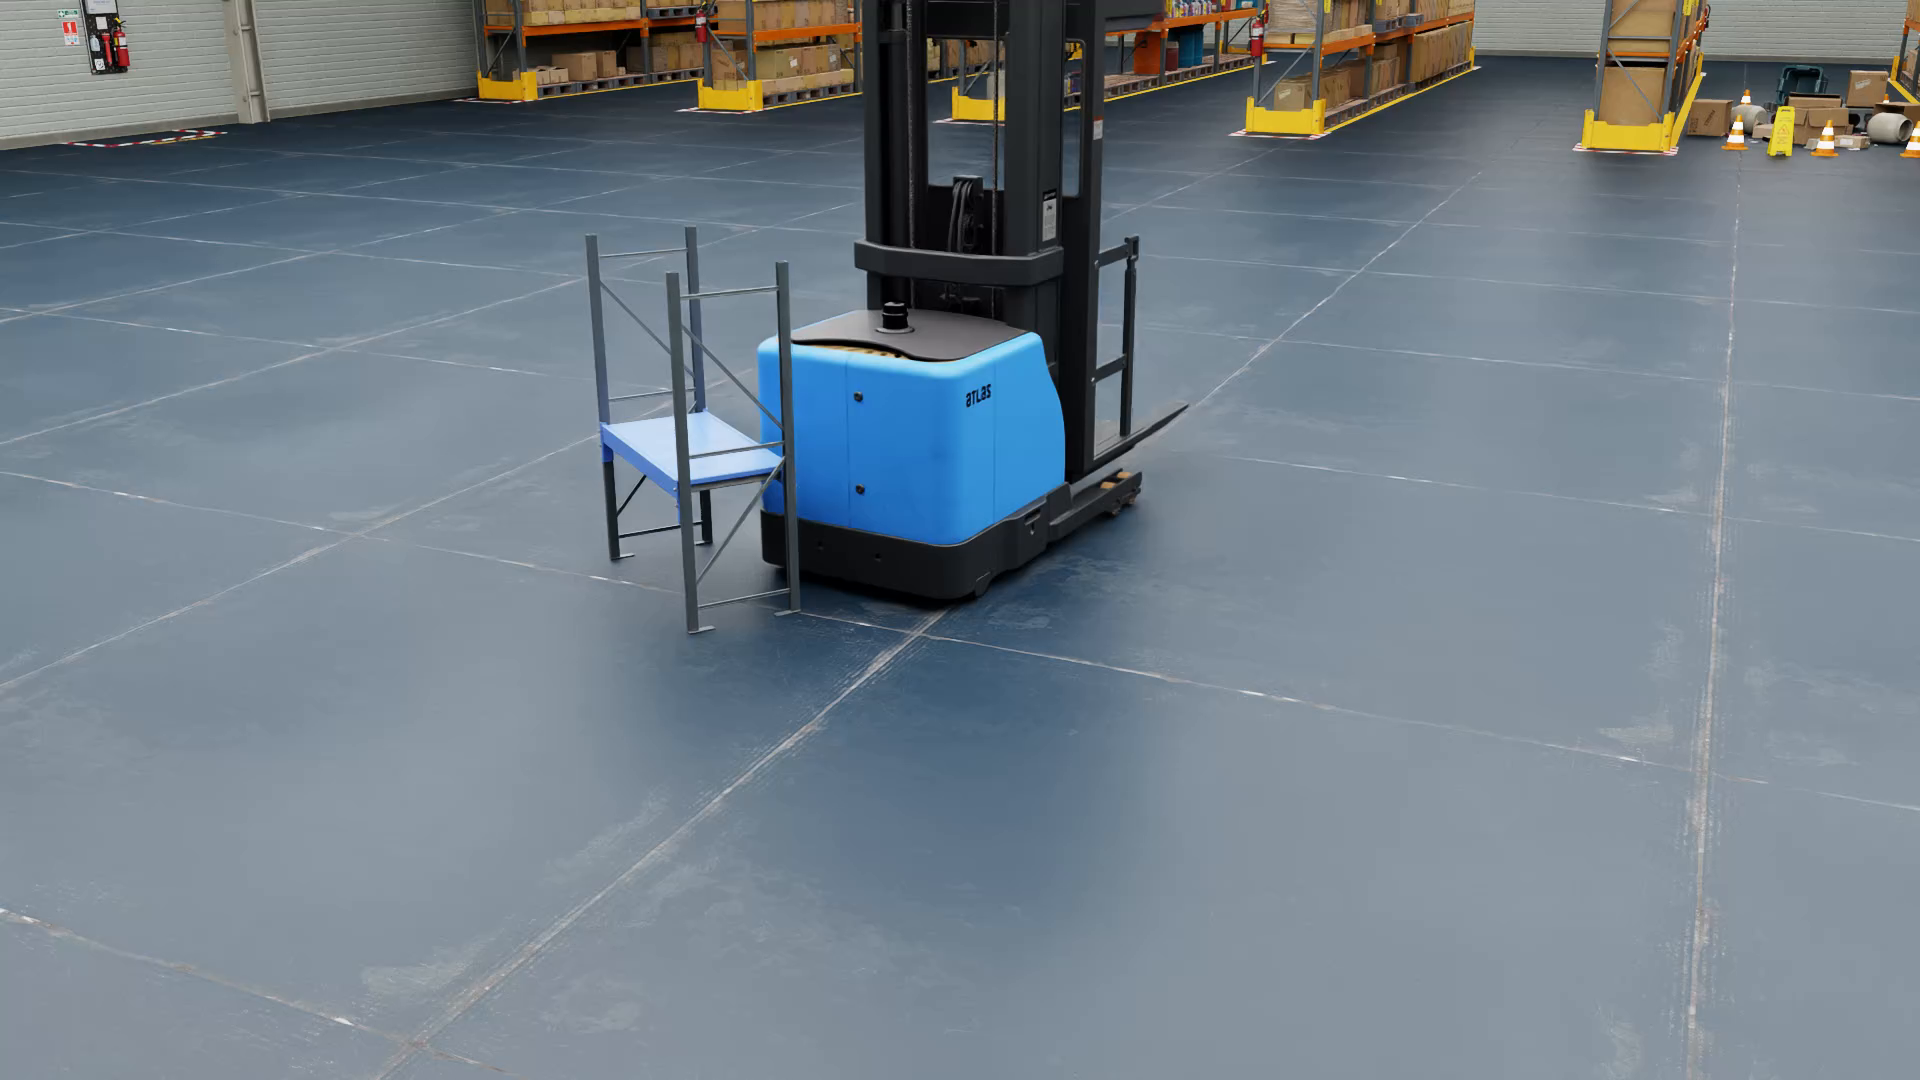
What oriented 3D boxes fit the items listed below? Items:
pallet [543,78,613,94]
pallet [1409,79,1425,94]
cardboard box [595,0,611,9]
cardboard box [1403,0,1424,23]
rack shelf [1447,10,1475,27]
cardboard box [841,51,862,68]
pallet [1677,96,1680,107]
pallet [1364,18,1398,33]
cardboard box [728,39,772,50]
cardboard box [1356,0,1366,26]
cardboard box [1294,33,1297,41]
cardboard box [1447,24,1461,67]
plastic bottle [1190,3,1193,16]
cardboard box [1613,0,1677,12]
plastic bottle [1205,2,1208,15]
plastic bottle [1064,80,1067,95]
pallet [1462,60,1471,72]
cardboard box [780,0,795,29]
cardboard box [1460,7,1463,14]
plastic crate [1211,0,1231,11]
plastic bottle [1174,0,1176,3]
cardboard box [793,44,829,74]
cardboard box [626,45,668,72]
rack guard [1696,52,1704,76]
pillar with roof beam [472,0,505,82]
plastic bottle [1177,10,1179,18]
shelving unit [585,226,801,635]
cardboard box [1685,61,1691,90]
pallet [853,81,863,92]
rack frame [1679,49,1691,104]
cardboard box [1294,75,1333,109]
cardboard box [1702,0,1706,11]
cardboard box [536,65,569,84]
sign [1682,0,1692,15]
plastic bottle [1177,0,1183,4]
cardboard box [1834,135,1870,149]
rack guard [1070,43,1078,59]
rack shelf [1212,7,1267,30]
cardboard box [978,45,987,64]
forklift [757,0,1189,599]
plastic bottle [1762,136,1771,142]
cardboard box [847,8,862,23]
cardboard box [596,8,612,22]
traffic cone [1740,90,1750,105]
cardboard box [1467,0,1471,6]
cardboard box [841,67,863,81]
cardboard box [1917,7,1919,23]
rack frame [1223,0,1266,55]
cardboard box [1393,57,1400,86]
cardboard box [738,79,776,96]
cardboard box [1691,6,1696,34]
[{"bbox_3d":[-7.676,-9.069,33.154,1.003,0.211,1.213,9,21,23],"label":"pallet"},{"bbox_3d":[8.652,-9.068,33.150,1.003,0.211,1.213,9,21,23],"label":"pallet"},{"bbox_3d":[-7.261,-10.766,32.840,0.500,0.500,0.500,8,21,21],"label":"cardboard box"},{"bbox_3d":[8.708,-10.309,32.331,0.500,0.500,0.500,9,22,24],"label":"cardboard box"},{"bbox_3d":[10.717,-11.646,37.313,1.077,0.370,4.000,9,21,23],"label":"rack shelf"},{"bbox_3d":[-2.017,-9.547,32.977,0.500,0.311,0.500,9,21,23],"label":"cardboard box"},{"bbox_3d":[12.352,-7.895,29.853,1.003,0.211,1.213,9,21,23],"label":"pallet"},{"bbox_3d":[7.068,-9.051,29.229,1.003,0.211,1.213,9,21,23],"label":"pallet"},{"bbox_3d":[-4.876,-11.581,38.639,0.750,0.750,0.750,8,21,22],"label":"cardboard box"},{"bbox_3d":[6.382,-8.986,28.167,0.875,0.500,0.500,9,21,23],"label":"cardboard box"},{"bbox_3d":[5.016,-7.779,25.739,0.380,0.149,0.250,9,21,23],"label":"cardboard box"},{"bbox_3d":[10.610,-11.036,37.069,0.875,0.875,0.875,9,21,23],"label":"cardboard box"},{"bbox_3d":[4.954,-11.378,35.661,0.061,0.283,0.133,9,21,23],"label":"plastic bottle"},{"bbox_3d":[9.655,-7.681,23.255,0.875,0.550,0.550,9,21,23],"label":"cardboard box"},{"bbox_3d":[5.364,-11.718,36.627,0.152,0.276,0.135,9,21,23],"label":"plastic bottle"},{"bbox_3d":[1.822,-8.089,29.644,0.152,0.276,0.135,9,21,24],"label":"plastic bottle"},{"bbox_3d":[11.280,-11.027,38.661,1.003,0.211,1.213,9,21,23],"label":"pallet"},{"bbox_3d":[-3.430,-9.566,30.241,0.700,0.500,0.500,9,21,23],"label":"cardboard box"},{"bbox_3d":[10.960,-11.777,36.981,0.380,0.149,0.250,8,21,21],"label":"cardboard box"},{"bbox_3d":[5.974,-12.350,38.034,0.402,0.464,0.583,9,21,23],"label":"plastic crate"},{"bbox_3d":[4.786,-11.904,37.138,0.061,0.283,0.133,9,21,23],"label":"plastic bottle"},{"bbox_3d":[-2.821,-9.068,31.347,0.500,0.500,0.500,9,21,23],"label":"cardboard box"},{"bbox_3d":[-6.648,-10.224,35.314,0.700,0.500,0.500,9,22,25],"label":"cardboard box"},{"bbox_3d":[15.989,-10.684,37.264,1.175,0.500,0.348,9,21,23],"label":"rack guard"},{"bbox_3d":[-5.148,-12.313,29.161,9.100,9.000,0.400,9,21,23],"label":"pillar with roof beam"},{"bbox_3d":[4.530,-11.039,34.828,0.097,0.201,0.097,0,20,0],"label":"plastic bottle"},{"bbox_3d":[-1.155,-0.509,7.162,0.538,1.500,1.048,-11,22,-27],"label":"shelving unit"},{"bbox_3d":[13.266,-8.641,30.892,0.500,0.500,0.500,8,21,20],"label":"cardboard box"},{"bbox_3d":[-2.148,-9.205,33.537,1.003,0.211,1.213,9,21,23],"label":"pallet"},{"bbox_3d":[12.744,-9.439,30.034,1.000,3.000,0.127,9,21,23],"label":"rack frame"},{"bbox_3d":[5.743,-7.290,27.095,0.500,0.500,0.500,11,22,28],"label":"cardboard box"},{"bbox_3d":[15.250,-11.267,34.581,0.500,0.500,0.500,8,21,22],"label":"cardboard box"},{"bbox_3d":[-7.974,-9.058,32.318,0.500,0.311,0.500,11,22,27],"label":"cardboard box"},{"bbox_3d":[9.972,-7.361,22.780,0.100,0.325,0.005,9,21,23],"label":"sign"},{"bbox_3d":[4.923,-11.954,37.180,0.144,0.351,0.185,9,21,23],"label":"plastic bottle"},{"bbox_3d":[12.719,-5.680,23.718,0.250,0.149,0.380,-14,24,-33],"label":"cardboard box"},{"bbox_3d":[2.469,-12.756,43.090,1.175,0.500,0.348,9,21,23],"label":"rack guard"},{"bbox_3d":[6.199,-12.325,39.224,1.077,0.370,4.000,9,21,23],"label":"rack shelf"},{"bbox_3d":[0.300,-11.114,37.818,0.500,0.500,0.500,8,21,21],"label":"cardboard box"},{"bbox_3d":[0.272,-1.575,8.025,1.130,2.935,3.031,11,22,28],"label":"forklift"},{"bbox_3d":[11.917,-5.914,24.508,0.133,0.061,0.283,1,20,4],"label":"plastic bottle"},{"bbox_3d":[-2.252,-10.374,32.887,0.500,0.250,0.500,10,22,26],"label":"cardboard box"},{"bbox_3d":[-7.256,-10.412,32.964,0.500,0.250,0.500,8,21,22],"label":"cardboard box"},{"bbox_3d":[13.033,-7.224,27.591,0.336,0.463,0.334,9,21,23],"label":"traffic cone"},{"bbox_3d":[11.372,-12.326,37.932,0.500,0.250,0.500,8,21,22],"label":"cardboard box"},{"bbox_3d":[-2.023,-9.280,33.063,0.500,0.250,0.500,8,21,21],"label":"cardboard box"},{"bbox_3d":[19.102,-10.396,32.574,0.500,0.500,0.500,8,21,21],"label":"cardboard box"},{"bbox_3d":[7.018,-13.276,40.822,1.000,3.000,0.127,9,21,23],"label":"rack frame"},{"bbox_3d":[8.004,-8.973,31.796,0.700,0.500,0.500,7,21,20],"label":"cardboard box"},{"bbox_3d":[-3.629,-8.101,29.749,0.500,0.250,0.500,9,21,23],"label":"cardboard box"},{"bbox_3d":[12.188,-8.849,28.227,0.500,0.500,0.500,9,21,24],"label":"cardboard box"}]
